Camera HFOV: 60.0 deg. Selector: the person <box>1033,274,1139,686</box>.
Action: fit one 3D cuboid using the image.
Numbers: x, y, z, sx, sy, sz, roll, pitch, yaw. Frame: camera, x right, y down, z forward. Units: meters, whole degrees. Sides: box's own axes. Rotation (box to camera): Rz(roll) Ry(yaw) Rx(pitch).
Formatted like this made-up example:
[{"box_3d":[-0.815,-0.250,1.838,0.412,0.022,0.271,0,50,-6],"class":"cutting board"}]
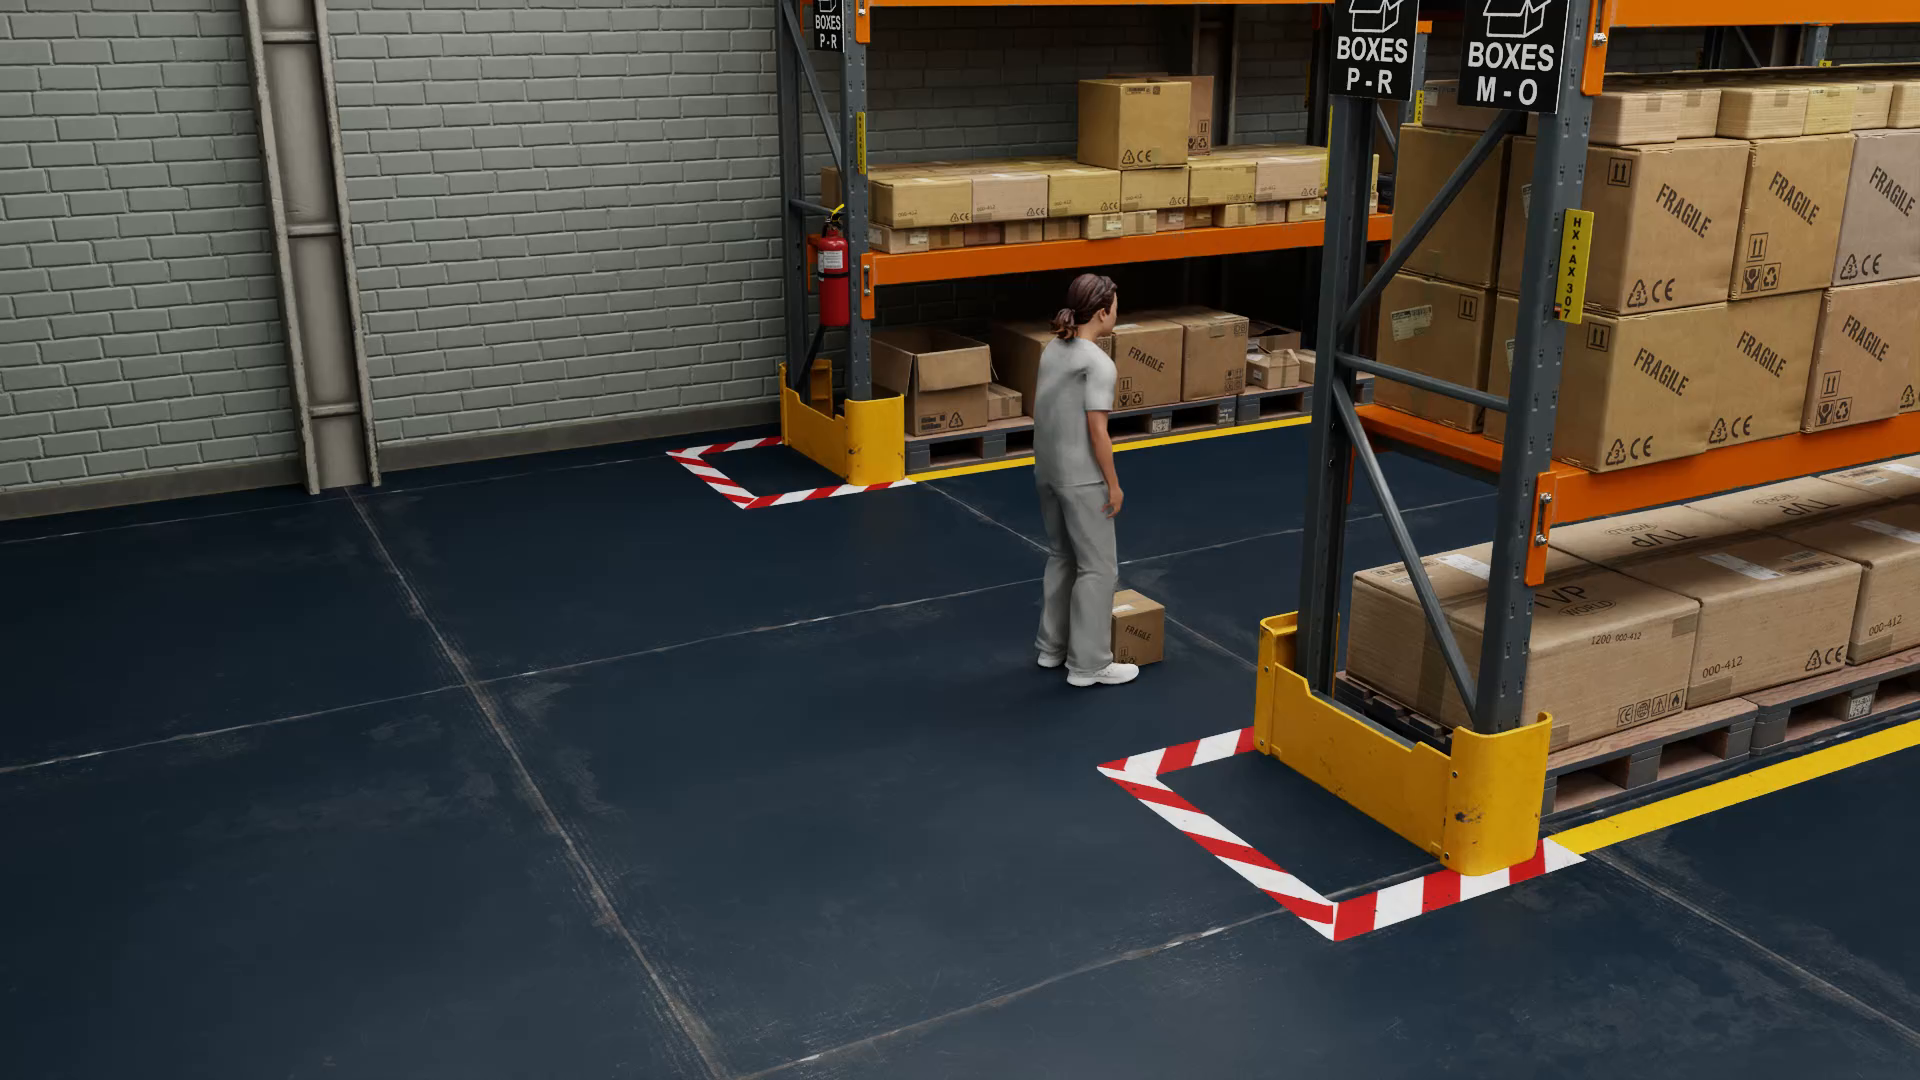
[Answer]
[{"box_3d":[0.491,-0.248,6.802,0.358,1.673,0.486,-10,21,-26],"class":"person"}]
